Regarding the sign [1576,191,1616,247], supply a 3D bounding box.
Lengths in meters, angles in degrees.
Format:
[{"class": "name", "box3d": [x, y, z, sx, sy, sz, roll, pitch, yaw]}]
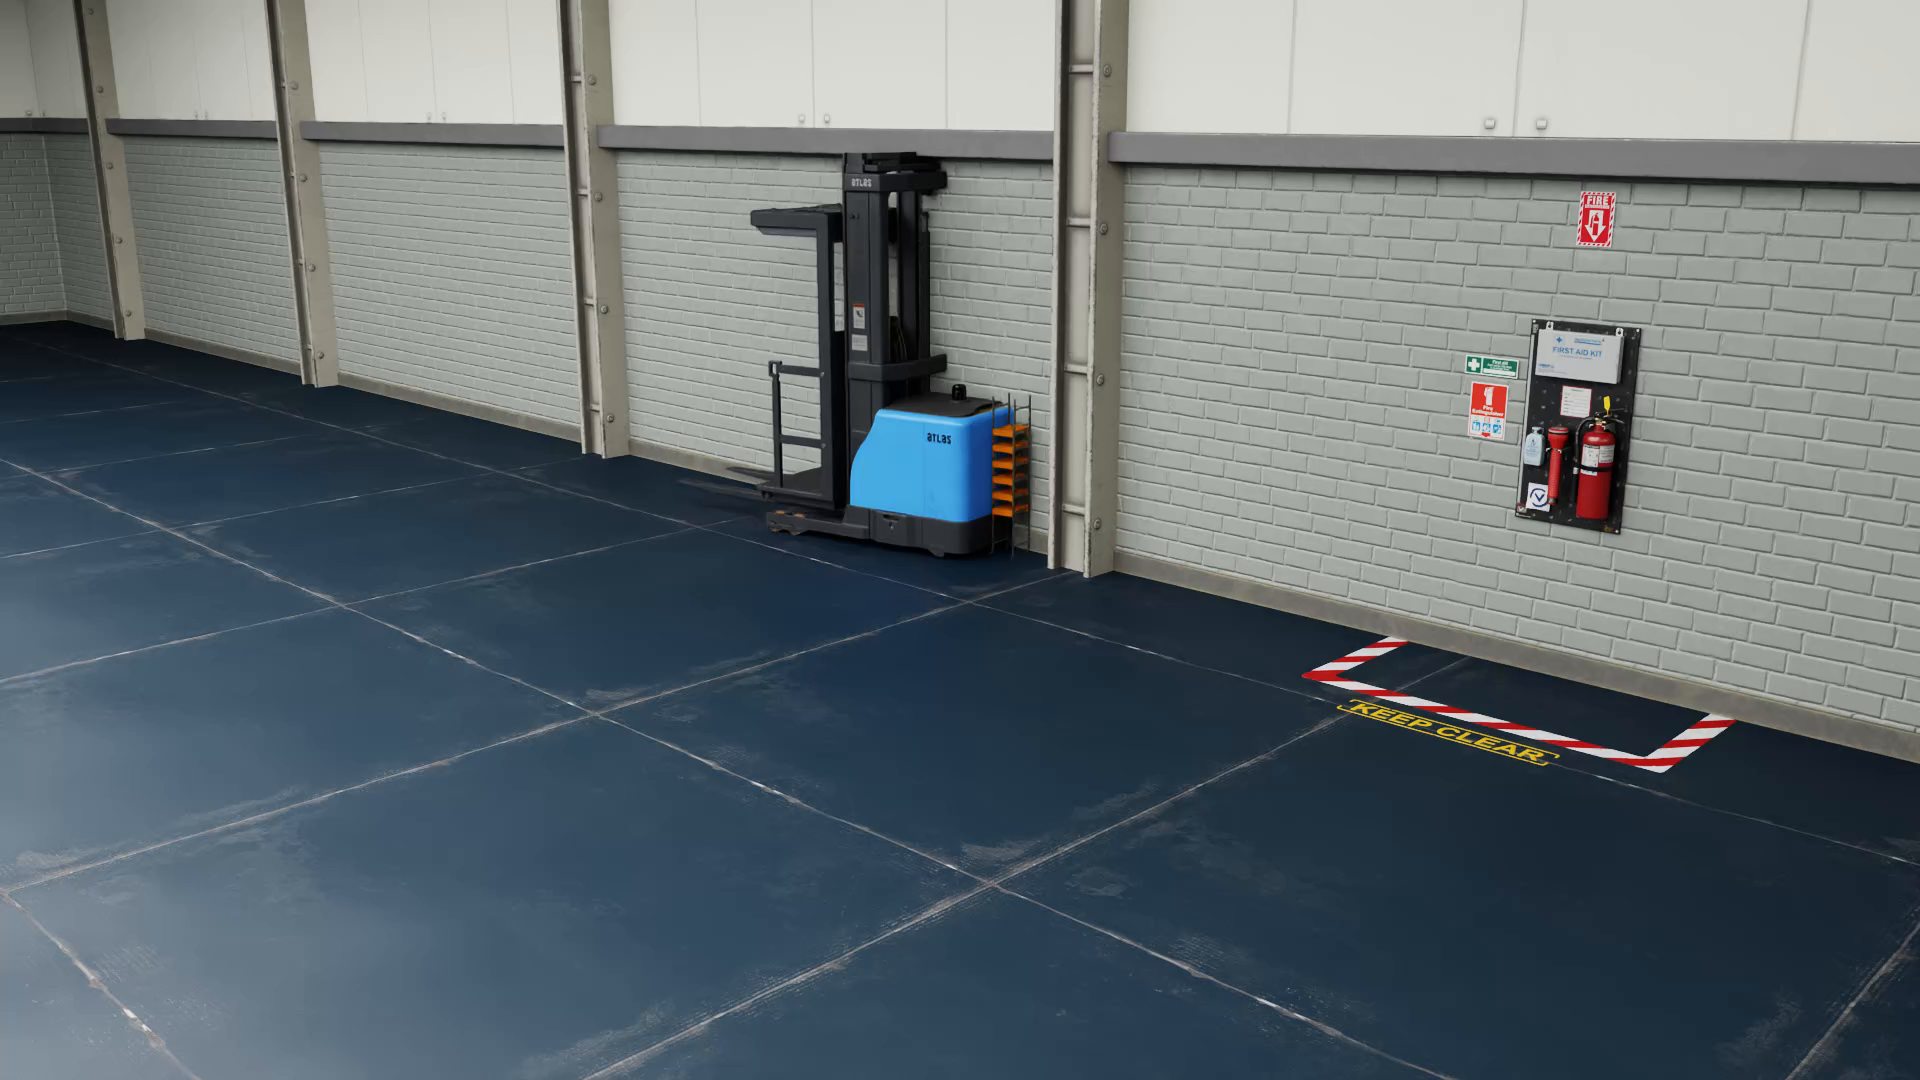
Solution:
[{"class": "sign", "box3d": [3.516, -1.774, 9.194, 0.199, 0.298, 0.001, 14, 20, 42]}]

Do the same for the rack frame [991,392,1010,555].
[{"class": "rack frame", "box3d": [0.306, -0.495, 12.449, 0.006, 1.200, 0.240, 10, 17, 33]}]

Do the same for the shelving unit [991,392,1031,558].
[{"class": "shelving unit", "box3d": [0.382, -0.482, 12.400, 0.189, 1.200, 0.258, 10, 17, 33]}]

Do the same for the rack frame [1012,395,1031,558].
[{"class": "rack frame", "box3d": [0.458, -0.469, 12.351, 0.006, 1.200, 0.240, 10, 17, 33]}]

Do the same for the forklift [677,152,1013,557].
[{"class": "forklift", "box3d": [-0.933, -1.555, 13.087, 3.031, 2.935, 1.130, 10, 17, 33]}]

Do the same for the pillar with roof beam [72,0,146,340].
[{"class": "pillar with roof beam", "box3d": [-15.060, -6.515, 20.090, 0.400, 9.000, 9.100, 14, 20, 42]}]

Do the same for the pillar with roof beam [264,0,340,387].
[{"class": "pillar with roof beam", "box3d": [-10.740, -5.465, 16.060, 0.400, 9.000, 9.100, 14, 20, 42]}]

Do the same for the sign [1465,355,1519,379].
[{"class": "sign", "box3d": [3.124, -1.020, 9.774, 0.331, 0.109, 0.001, 14, 20, 42]}]

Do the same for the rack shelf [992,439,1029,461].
[{"class": "rack shelf", "box3d": [0.382, -0.671, 12.351, 0.180, 0.103, 0.258, 10, 17, 33]}]

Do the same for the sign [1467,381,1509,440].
[{"class": "sign", "box3d": [3.127, -0.766, 9.850, 0.234, 0.329, 0.001, 14, 20, 42]}]

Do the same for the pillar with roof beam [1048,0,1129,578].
[{"class": "pillar with roof beam", "box3d": [-2.102, -3.365, 8.000, 0.400, 9.000, 9.100, 14, 20, 42]}]

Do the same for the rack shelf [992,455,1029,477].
[{"class": "rack shelf", "box3d": [0.382, -0.555, 12.381, 0.180, 0.103, 0.258, 10, 17, 33]}]

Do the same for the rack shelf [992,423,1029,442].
[{"class": "rack shelf", "box3d": [0.382, -0.787, 12.321, 0.180, 0.103, 0.258, 10, 17, 33]}]

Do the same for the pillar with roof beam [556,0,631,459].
[{"class": "pillar with roof beam", "box3d": [-6.421, -4.415, 12.030, 0.400, 9.000, 9.100, 14, 20, 42]}]

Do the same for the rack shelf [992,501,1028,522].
[{"class": "rack shelf", "box3d": [0.381, -0.206, 12.471, 0.180, 0.103, 0.258, 10, 17, 33]}]

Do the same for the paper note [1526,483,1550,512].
[{"class": "paper note", "box3d": [3.374, -0.250, 9.690, 0.142, 0.148, 0.016, 14, 20, 42]}]

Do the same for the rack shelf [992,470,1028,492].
[{"class": "rack shelf", "box3d": [0.382, -0.439, 12.411, 0.180, 0.103, 0.258, 10, 17, 33]}]

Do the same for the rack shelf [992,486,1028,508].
[{"class": "rack shelf", "box3d": [0.382, -0.323, 12.441, 0.180, 0.103, 0.258, 10, 17, 33]}]

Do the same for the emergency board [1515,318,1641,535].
[{"class": "emergency board", "box3d": [3.453, -0.633, 9.411, 0.643, 1.169, 0.194, 14, 20, 42]}]
